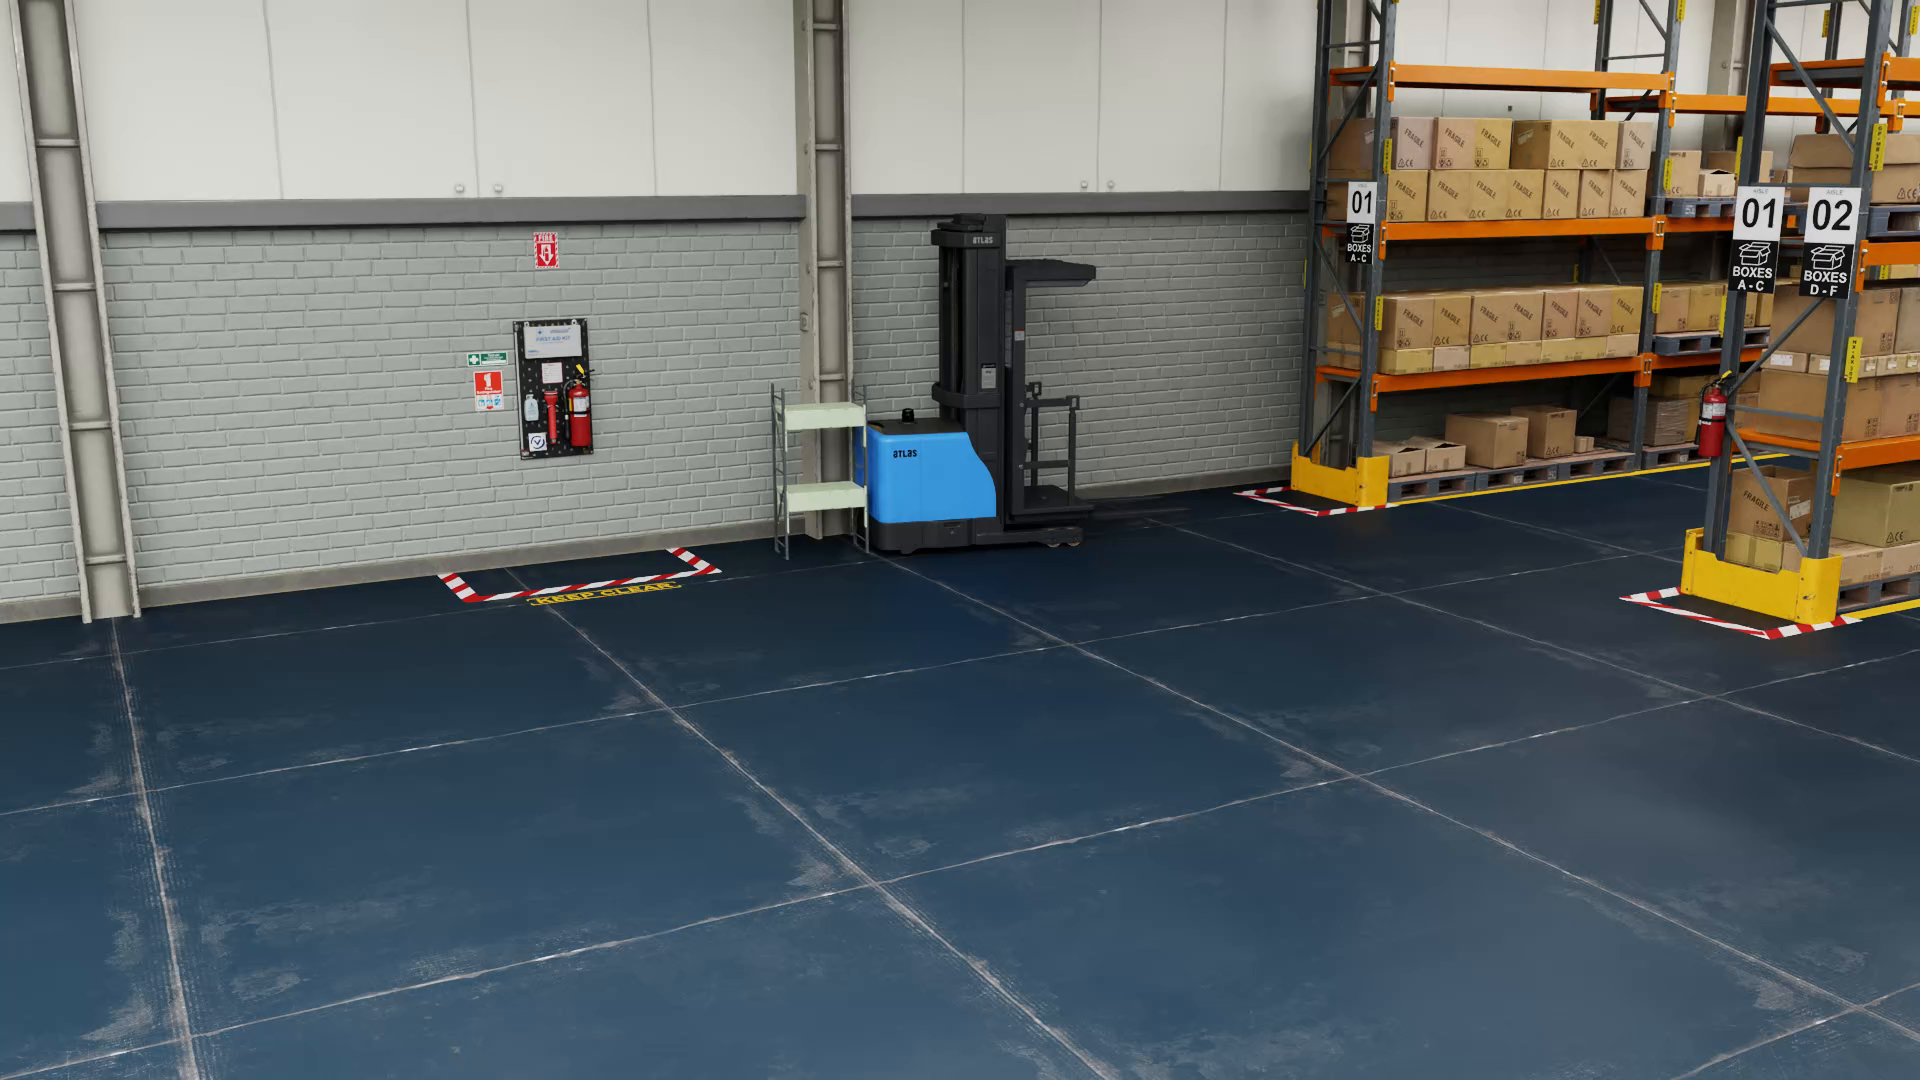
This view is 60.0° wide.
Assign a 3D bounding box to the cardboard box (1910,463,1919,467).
[{"bbox_3d":[8.127,-0.357,13.604,0.500,0.500,0.500,-7,14,-28],"label":"cardboard box"}]

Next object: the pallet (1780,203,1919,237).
[{"bbox_3d":[6.865,-2.447,12.660,1.213,0.211,1.003,-7,14,-28],"label":"pallet"}]

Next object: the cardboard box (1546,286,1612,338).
[{"bbox_3d":[6.664,-2.472,17.989,0.500,0.500,0.500,-7,14,-28],"label":"cardboard box"}]

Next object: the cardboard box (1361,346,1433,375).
[{"bbox_3d":[4.436,-1.838,16.882,0.500,0.250,0.500,-7,15,-29],"label":"cardboard box"}]

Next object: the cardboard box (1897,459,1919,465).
[{"bbox_3d":[7.870,-0.461,14.063,0.500,0.500,0.500,-7,14,-28],"label":"cardboard box"}]

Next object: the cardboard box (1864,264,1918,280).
[{"bbox_3d":[11.424,-3.324,20.528,0.500,0.250,0.500,-6,14,-27],"label":"cardboard box"}]

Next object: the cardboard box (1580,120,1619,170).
[{"bbox_3d":[6.578,-4.177,17.596,0.500,0.500,0.500,-6,14,-25],"label":"cardboard box"}]

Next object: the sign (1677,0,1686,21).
[{"bbox_3d":[7.610,-5.647,17.538,0.005,0.325,0.100,-7,14,-28],"label":"sign"}]

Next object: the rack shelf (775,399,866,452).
[{"bbox_3d":[-1.230,-1.007,14.532,0.720,0.370,0.431,-5,14,-20],"label":"rack shelf"}]

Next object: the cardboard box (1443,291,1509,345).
[{"bbox_3d":[5.313,-2.309,17.268,0.500,0.500,0.500,-7,15,-30],"label":"cardboard box"}]

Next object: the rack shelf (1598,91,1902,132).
[{"bbox_3d":[9.122,-4.923,19.180,4.000,0.370,1.077,-7,14,-28],"label":"rack shelf"}]

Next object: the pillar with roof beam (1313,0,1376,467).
[{"bbox_3d":[6.118,-4.249,13.634,0.400,9.000,9.100,-7,14,-28],"label":"pillar with roof beam"}]

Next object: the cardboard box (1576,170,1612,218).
[{"bbox_3d":[6.591,-3.703,17.766,0.500,0.500,0.500,-8,15,-33],"label":"cardboard box"}]

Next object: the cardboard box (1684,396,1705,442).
[{"bbox_3d":[8.434,-1.472,19.650,0.500,0.500,0.700,-7,15,-29],"label":"cardboard box"}]

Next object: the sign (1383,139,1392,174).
[{"bbox_3d":[4.115,-3.697,16.022,0.005,0.325,0.100,-7,14,-28],"label":"sign"}]

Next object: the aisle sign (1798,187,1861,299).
[{"bbox_3d":[6.321,-2.160,12.093,0.004,0.787,0.394,-7,14,-28],"label":"aisle sign"}]

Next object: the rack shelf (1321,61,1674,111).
[{"bbox_3d":[5.611,-4.696,17.267,4.000,0.370,1.077,-7,14,-28],"label":"rack shelf"}]

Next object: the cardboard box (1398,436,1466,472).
[{"bbox_3d":[5.006,-0.930,17.671,0.500,0.311,0.500,-6,14,-23],"label":"cardboard box"}]

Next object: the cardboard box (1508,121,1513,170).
[{"bbox_3d":[5.470,-4.175,17.589,0.500,0.500,0.500,-7,14,-28],"label":"cardboard box"}]

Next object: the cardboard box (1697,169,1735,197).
[{"bbox_3d":[8.425,-4.064,18.891,0.500,0.311,0.500,-6,14,-26],"label":"cardboard box"}]

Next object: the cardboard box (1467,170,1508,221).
[{"bbox_3d":[5.211,-3.525,16.978,0.500,0.500,0.500,-6,14,-25],"label":"cardboard box"}]

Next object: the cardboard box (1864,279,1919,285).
[{"bbox_3d":[7.595,-1.801,13.237,0.500,0.500,0.700,-7,14,-28],"label":"cardboard box"}]

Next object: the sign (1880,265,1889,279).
[{"bbox_3d":[11.145,-3.176,20.072,0.005,0.325,0.100,-7,14,-28],"label":"sign"}]

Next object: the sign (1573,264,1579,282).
[{"bbox_3d":[7.097,-3.004,19.128,0.005,0.325,0.100,-7,14,-28],"label":"sign"}]

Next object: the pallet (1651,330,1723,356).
[{"bbox_3d":[8.107,-2.291,19.035,1.213,0.211,1.003,-7,14,-28],"label":"pallet"}]

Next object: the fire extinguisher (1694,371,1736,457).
[{"bbox_3d":[5.906,-0.997,13.022,0.183,0.674,0.296,-7,14,-28],"label":"fire extinguisher"}]

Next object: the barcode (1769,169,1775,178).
[{"bbox_3d":[6.266,-2.828,12.832,0.075,0.075,0.001,-7,14,-28],"label":"barcode"}]

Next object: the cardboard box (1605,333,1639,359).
[{"bbox_3d":[7.096,-2.161,18.315,0.500,0.250,0.500,-7,14,-28],"label":"cardboard box"}]

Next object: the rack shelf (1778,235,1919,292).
[{"bbox_3d":[7.987,-2.280,13.356,4.000,0.370,1.077,-7,14,-28],"label":"rack shelf"}]

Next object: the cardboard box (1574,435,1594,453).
[{"bbox_3d":[6.911,-1.103,18.768,0.250,0.166,0.380,-9,16,-35],"label":"cardboard box"}]

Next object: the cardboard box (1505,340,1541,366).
[{"bbox_3d":[5.779,-2.001,17.604,0.500,0.250,0.500,-7,14,-27],"label":"cardboard box"}]

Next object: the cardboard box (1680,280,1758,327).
[{"bbox_3d":[8.886,-2.775,19.520,0.500,0.500,0.700,-5,14,-20],"label":"cardboard box"}]

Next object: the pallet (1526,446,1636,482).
[{"bbox_3d":[6.794,-0.894,18.743,1.213,0.211,1.003,-7,14,-28],"label":"pallet"}]

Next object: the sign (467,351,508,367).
[{"bbox_3d":[-3.925,-1.504,13.814,0.331,0.109,0.001,-7,14,-28],"label":"sign"}]

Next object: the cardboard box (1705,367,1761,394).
[{"bbox_3d":[9.291,-1.925,19.956,0.500,0.250,0.500,-7,14,-28],"label":"cardboard box"}]

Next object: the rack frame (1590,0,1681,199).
[{"bbox_3d":[7.366,-5.259,18.123,0.127,3.000,1.000,-7,14,-28],"label":"rack frame"}]

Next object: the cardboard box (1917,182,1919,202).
[{"bbox_3d":[7.349,-2.661,12.707,0.250,0.149,0.380,-7,14,-28],"label":"cardboard box"}]

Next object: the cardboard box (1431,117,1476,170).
[{"bbox_3d":[4.774,-3.958,16.622,0.500,0.500,0.500,-7,14,-29],"label":"cardboard box"}]

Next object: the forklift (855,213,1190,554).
[{"bbox_3d":[0.602,-1.471,15.110,3.031,2.935,1.130,-4,13,-17],"label":"forklift"}]

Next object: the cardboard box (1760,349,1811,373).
[{"bbox_3d":[6.476,-1.399,12.931,0.250,0.149,0.380,-7,15,-29],"label":"cardboard box"}]

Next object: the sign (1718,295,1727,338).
[{"bbox_3d":[5.984,-1.744,12.989,0.005,0.325,0.100,-7,14,-28],"label":"sign"}]

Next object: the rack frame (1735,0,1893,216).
[{"bbox_3d":[6.232,-3.884,12.013,0.127,3.000,1.000,-7,14,-28],"label":"rack frame"}]

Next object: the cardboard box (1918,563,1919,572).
[{"bbox_3d":[7.685,0.060,13.457,0.500,0.250,0.500,-7,14,-28],"label":"cardboard box"}]

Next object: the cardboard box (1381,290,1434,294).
[{"bbox_3d":[4.614,-2.355,17.473,0.500,0.500,0.500,-7,14,-27],"label":"cardboard box"}]

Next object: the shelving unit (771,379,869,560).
[{"bbox_3d":[-1.230,-0.626,14.618,0.755,1.500,0.431,-5,14,-20],"label":"shelving unit"}]

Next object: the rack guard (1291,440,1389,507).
[{"bbox_3d":[3.922,-0.700,17.221,0.348,0.500,1.175,-7,14,-28],"label":"rack guard"}]

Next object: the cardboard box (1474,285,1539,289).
[{"bbox_3d":[5.958,-2.520,18.206,0.500,0.500,0.500,-6,14,-26],"label":"cardboard box"}]

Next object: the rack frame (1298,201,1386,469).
[{"bbox_3d":[3.855,-1.911,16.911,0.127,3.000,1.000,-7,14,-28],"label":"rack frame"}]

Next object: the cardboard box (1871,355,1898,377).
[{"bbox_3d":[6.910,-1.350,12.714,0.250,0.149,0.380,-7,15,-29],"label":"cardboard box"}]

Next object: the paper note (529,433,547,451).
[{"bbox_3d":[-3.587,-0.833,14.125,0.142,0.148,0.016,-7,14,-28],"label":"paper note"}]

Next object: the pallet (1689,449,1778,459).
[{"bbox_3d":[9.121,-1.183,20.027,1.213,0.211,1.003,-7,14,-28],"label":"pallet"}]

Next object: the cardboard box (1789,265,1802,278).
[{"bbox_3d":[10.313,-3.254,20.171,0.250,0.149,0.380,-10,16,-37],"label":"cardboard box"}]
